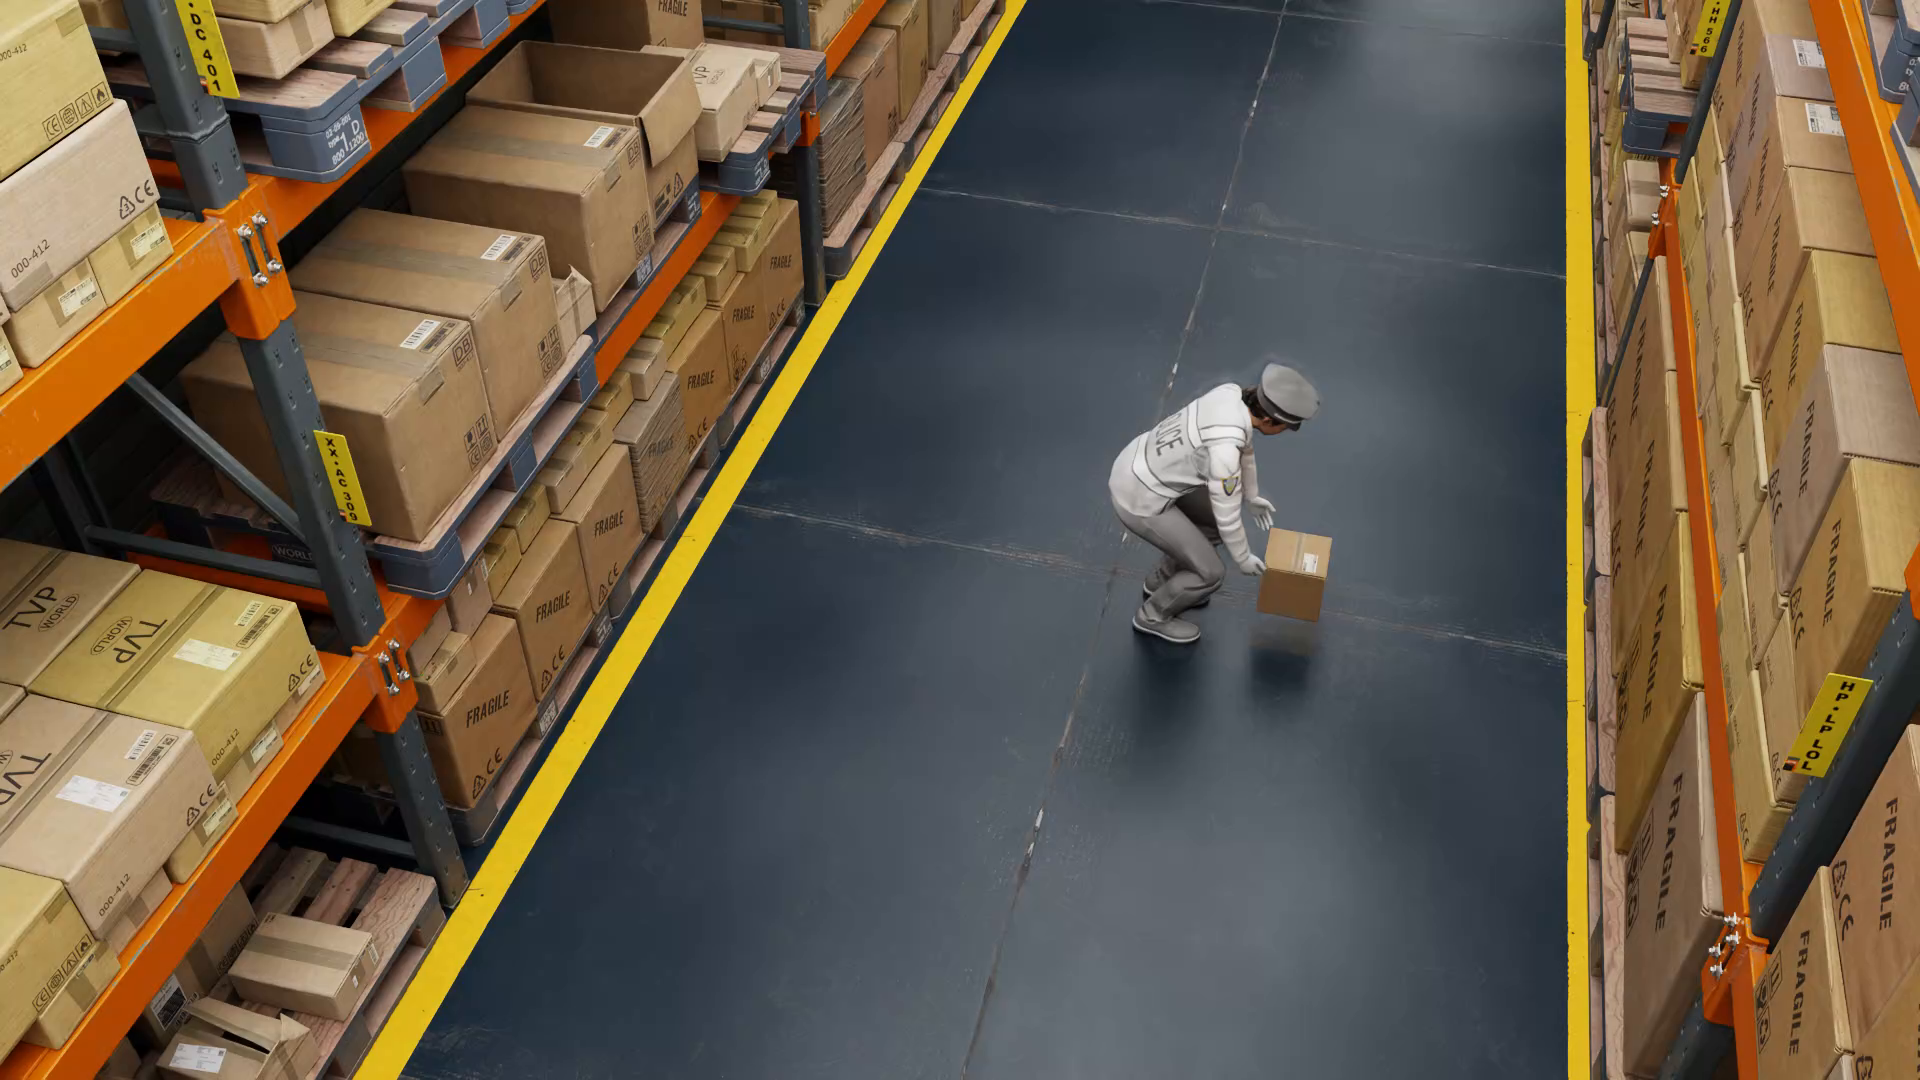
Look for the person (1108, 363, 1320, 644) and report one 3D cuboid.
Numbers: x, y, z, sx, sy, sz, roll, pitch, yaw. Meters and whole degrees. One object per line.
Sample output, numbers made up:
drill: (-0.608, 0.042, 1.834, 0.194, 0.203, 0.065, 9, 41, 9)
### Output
person: (0.983, -0.172, 6.662, 0.761, 1.267, 0.532, 10, 42, 12)
